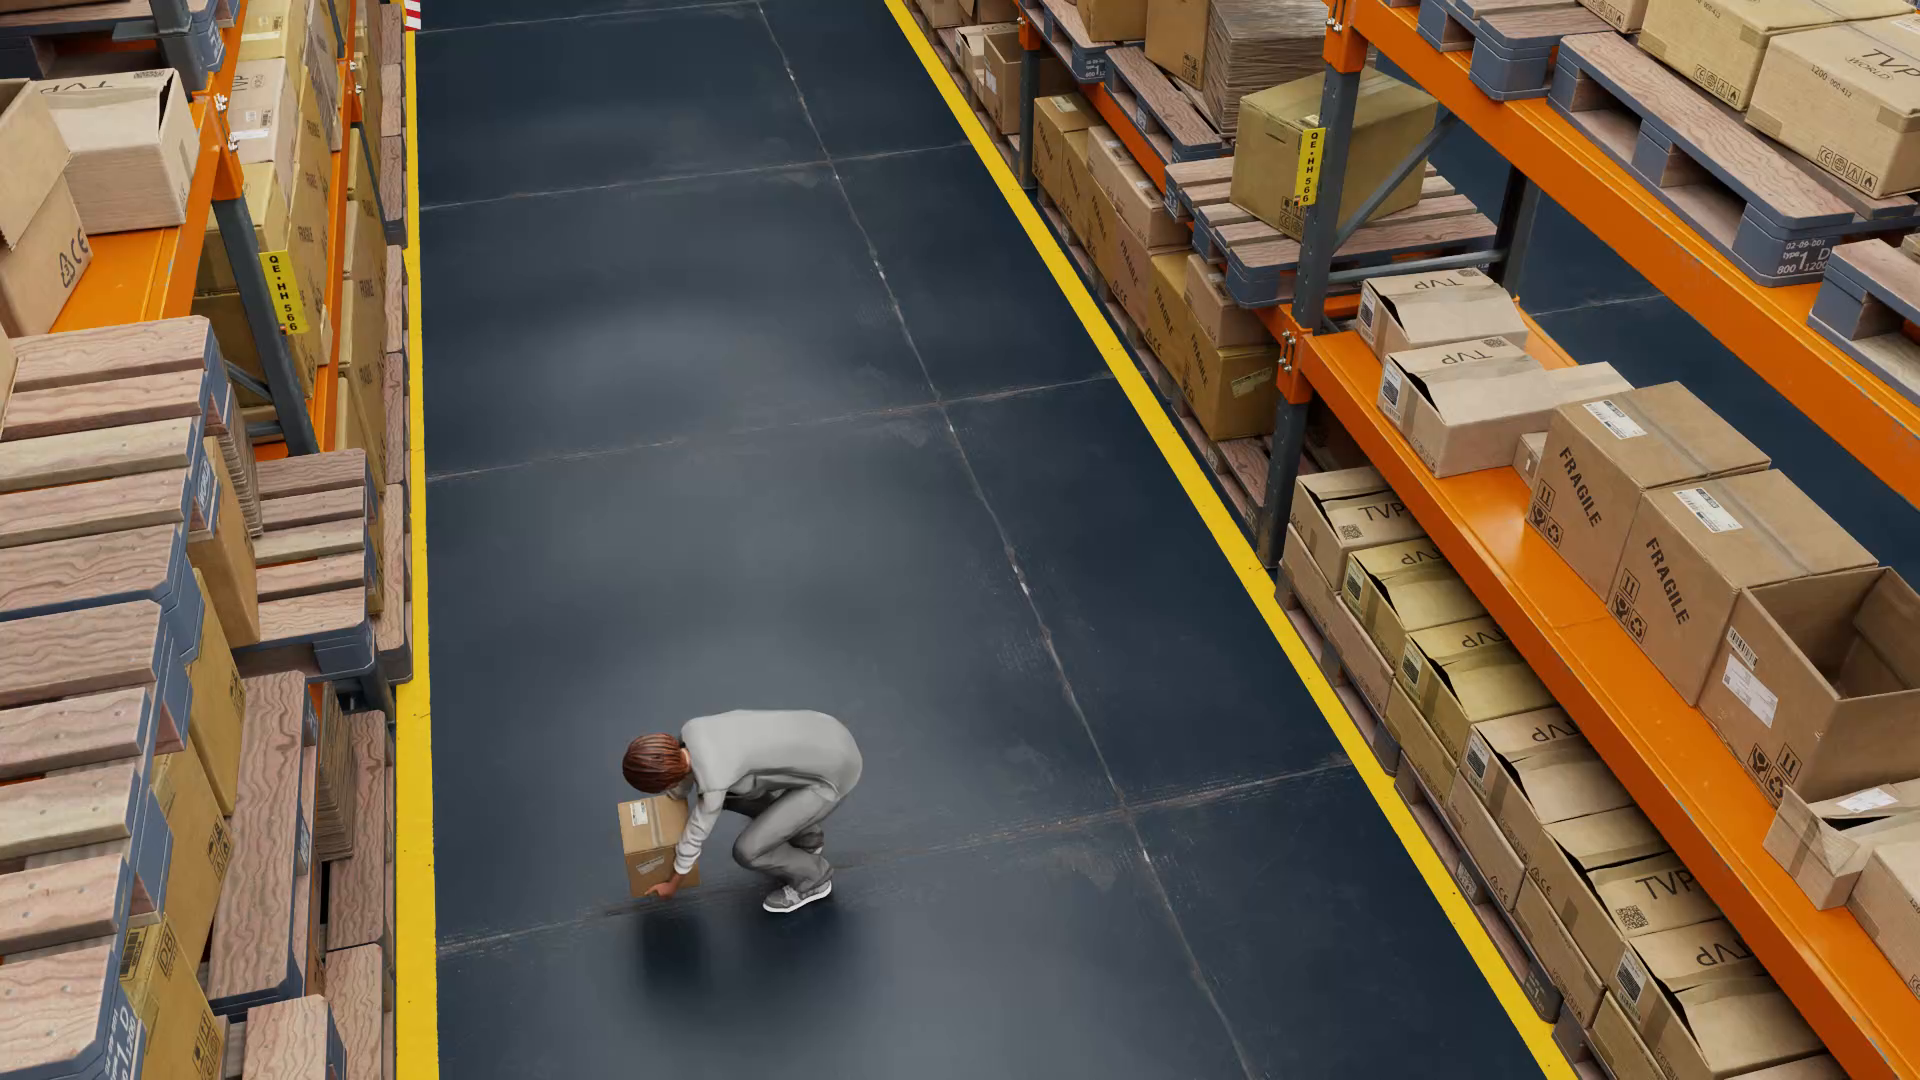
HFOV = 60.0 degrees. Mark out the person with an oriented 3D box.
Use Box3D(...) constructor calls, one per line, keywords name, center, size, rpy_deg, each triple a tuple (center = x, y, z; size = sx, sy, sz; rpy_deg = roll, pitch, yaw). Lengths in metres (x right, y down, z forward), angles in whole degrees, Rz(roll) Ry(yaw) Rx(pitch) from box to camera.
Box3D(name="person", center=(-0.769, 0.973, 6.073), size=(0.849, 0.892, 0.430), rpy_deg=(-11, 40, -13))
